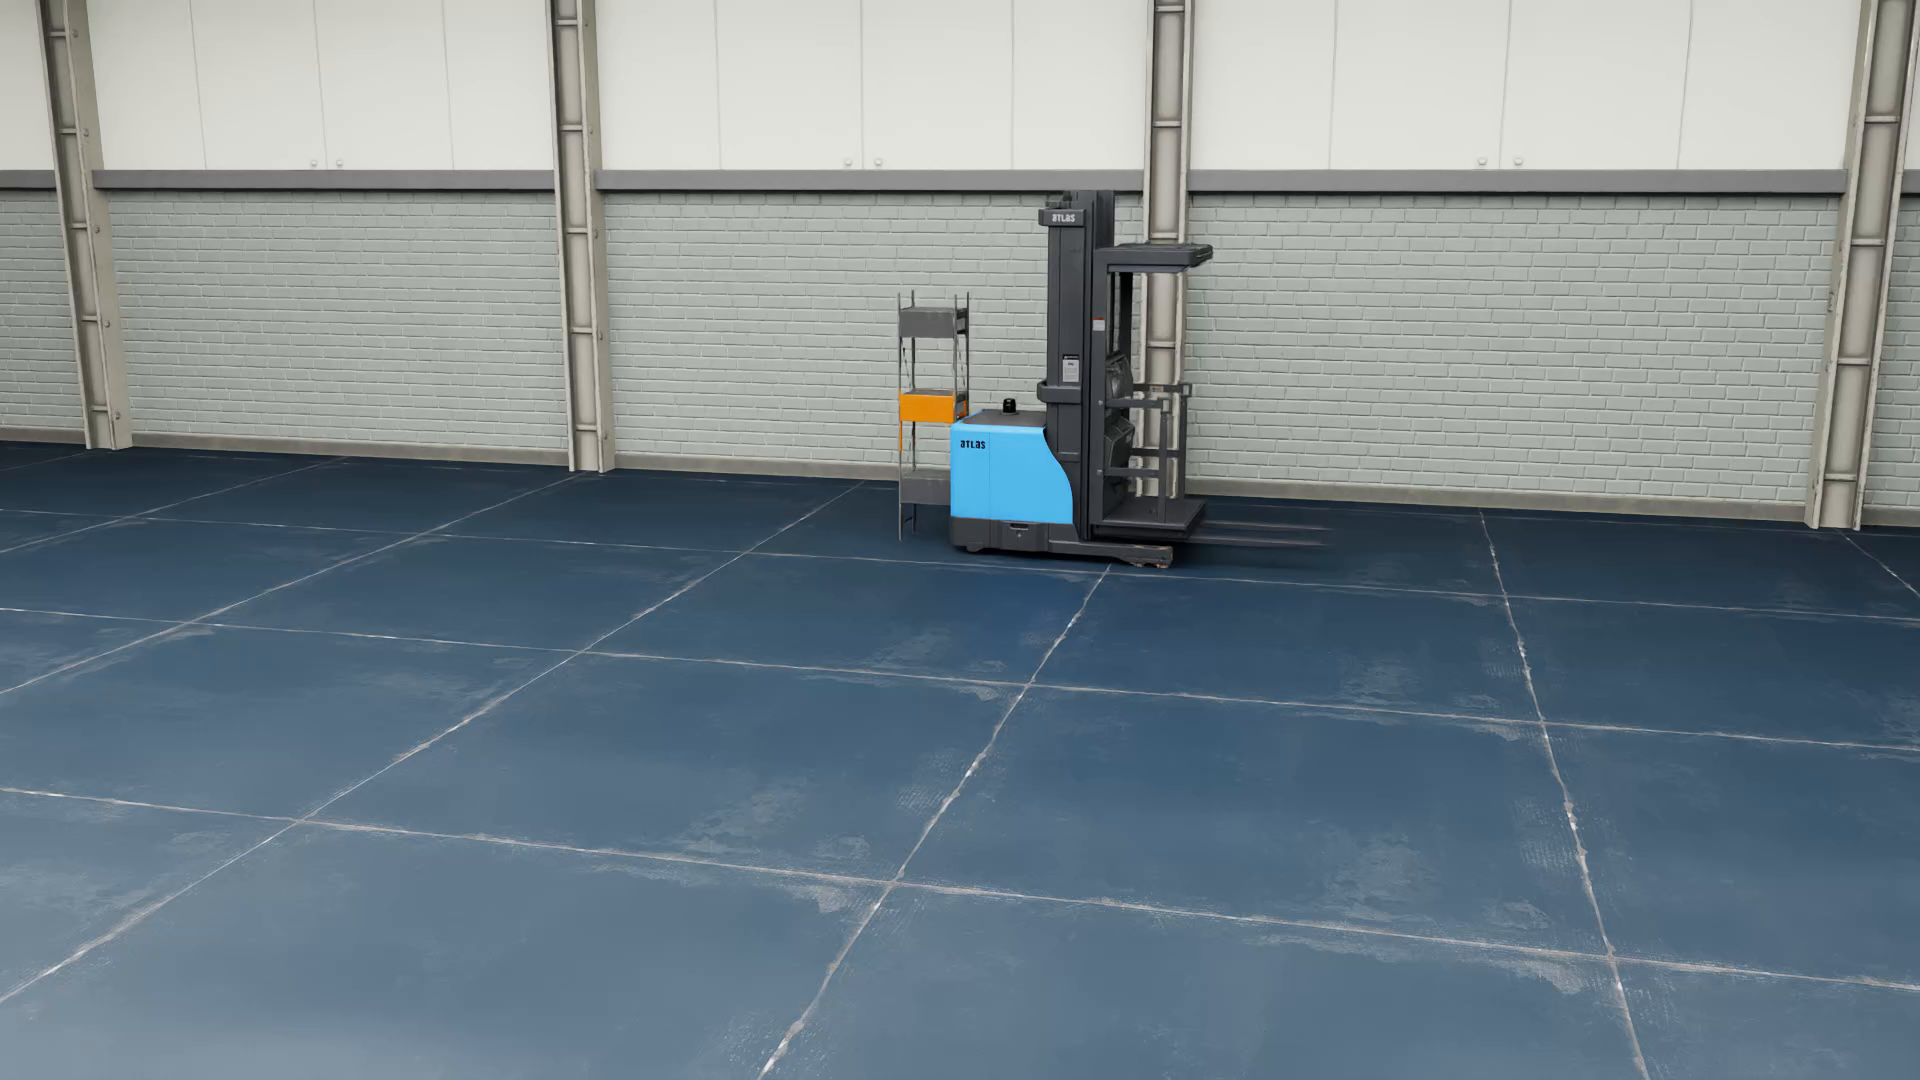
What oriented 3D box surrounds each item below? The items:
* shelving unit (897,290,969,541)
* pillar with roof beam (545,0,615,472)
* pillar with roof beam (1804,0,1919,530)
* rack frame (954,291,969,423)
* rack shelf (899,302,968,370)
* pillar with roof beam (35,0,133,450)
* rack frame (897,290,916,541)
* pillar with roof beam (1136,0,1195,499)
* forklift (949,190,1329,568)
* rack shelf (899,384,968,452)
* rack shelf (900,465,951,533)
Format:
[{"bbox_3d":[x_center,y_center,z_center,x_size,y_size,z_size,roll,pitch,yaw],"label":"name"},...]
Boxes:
[{"bbox_3d":[-0.219,-1.039,14.069,0.503,2.100,0.431,4,13,16],"label":"shelving unit"},{"bbox_3d":[-4.922,-4.238,12.559,0.400,9.000,9.100,3,13,14],"label":"pillar with roof beam"},{"bbox_3d":[6.729,-3.615,9.753,0.400,9.000,9.100,3,13,14],"label":"pillar with roof beam"},{"bbox_3d":[0.015,-1.024,14.001,0.015,2.100,0.400,4,13,16],"label":"rack frame"},{"bbox_3d":[-0.219,-1.709,13.921,0.480,0.518,0.431,4,13,16],"label":"rack shelf"},{"bbox_3d":[-10.747,-4.549,13.963,0.400,9.000,9.100,3,13,14],"label":"pillar with roof beam"},{"bbox_3d":[-0.452,-1.054,14.138,0.015,2.100,0.400,4,13,16],"label":"rack frame"},{"bbox_3d":[0.904,-3.927,11.156,0.400,9.000,9.100,3,13,14],"label":"pillar with roof beam"},{"bbox_3d":[1.483,-1.336,13.487,3.031,2.935,1.130,4,13,16],"label":"forklift"},{"bbox_3d":[-0.219,-1.026,14.072,0.480,0.518,0.431,4,13,16],"label":"rack shelf"},{"bbox_3d":[-0.219,-0.342,14.224,0.480,0.518,0.431,4,13,16],"label":"rack shelf"}]
